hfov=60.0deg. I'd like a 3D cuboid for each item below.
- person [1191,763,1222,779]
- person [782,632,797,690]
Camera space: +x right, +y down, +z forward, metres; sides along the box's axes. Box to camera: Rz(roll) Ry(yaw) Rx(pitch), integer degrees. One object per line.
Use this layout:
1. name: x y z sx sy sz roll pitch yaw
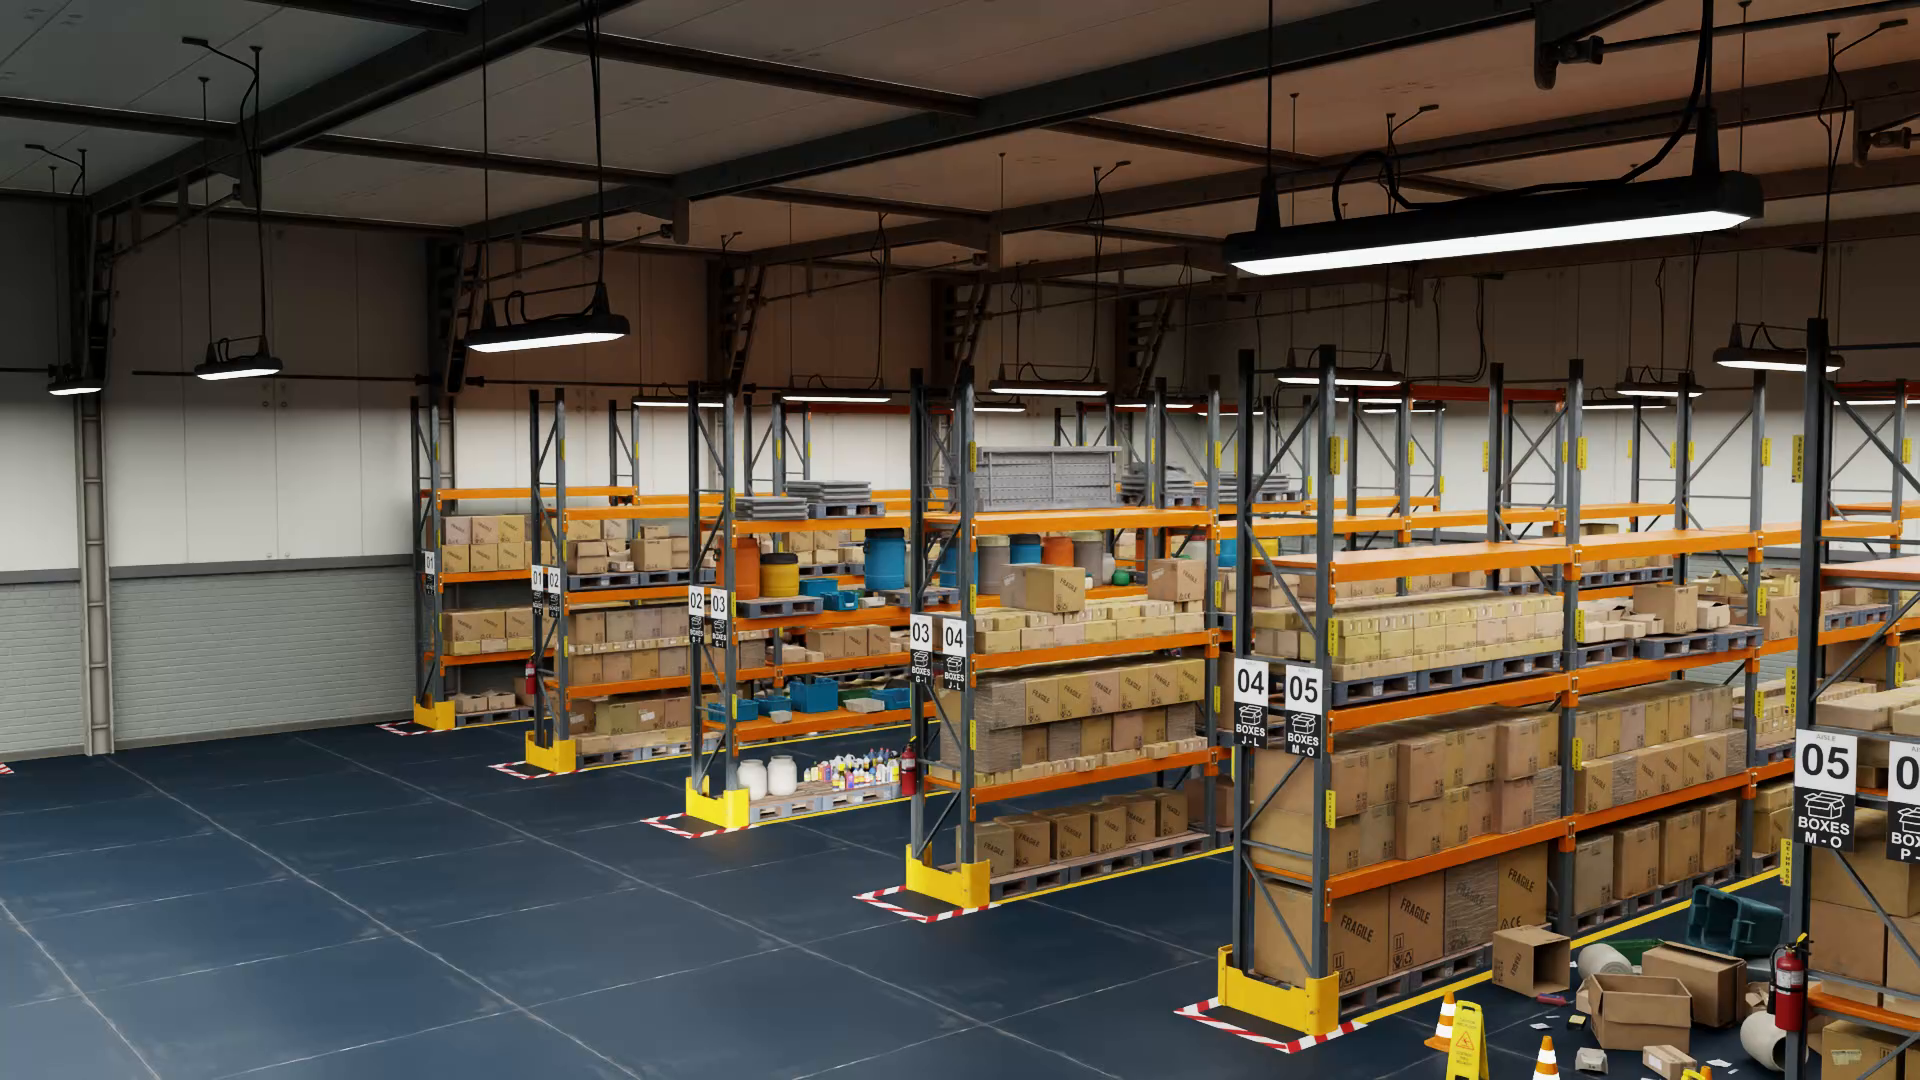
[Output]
1. person: 3.531 2.919 24.050 0.630 1.686 0.543 -2 4 -28
2. person: -3.283 2.524 31.277 0.441 1.571 0.456 -2 4 -33
